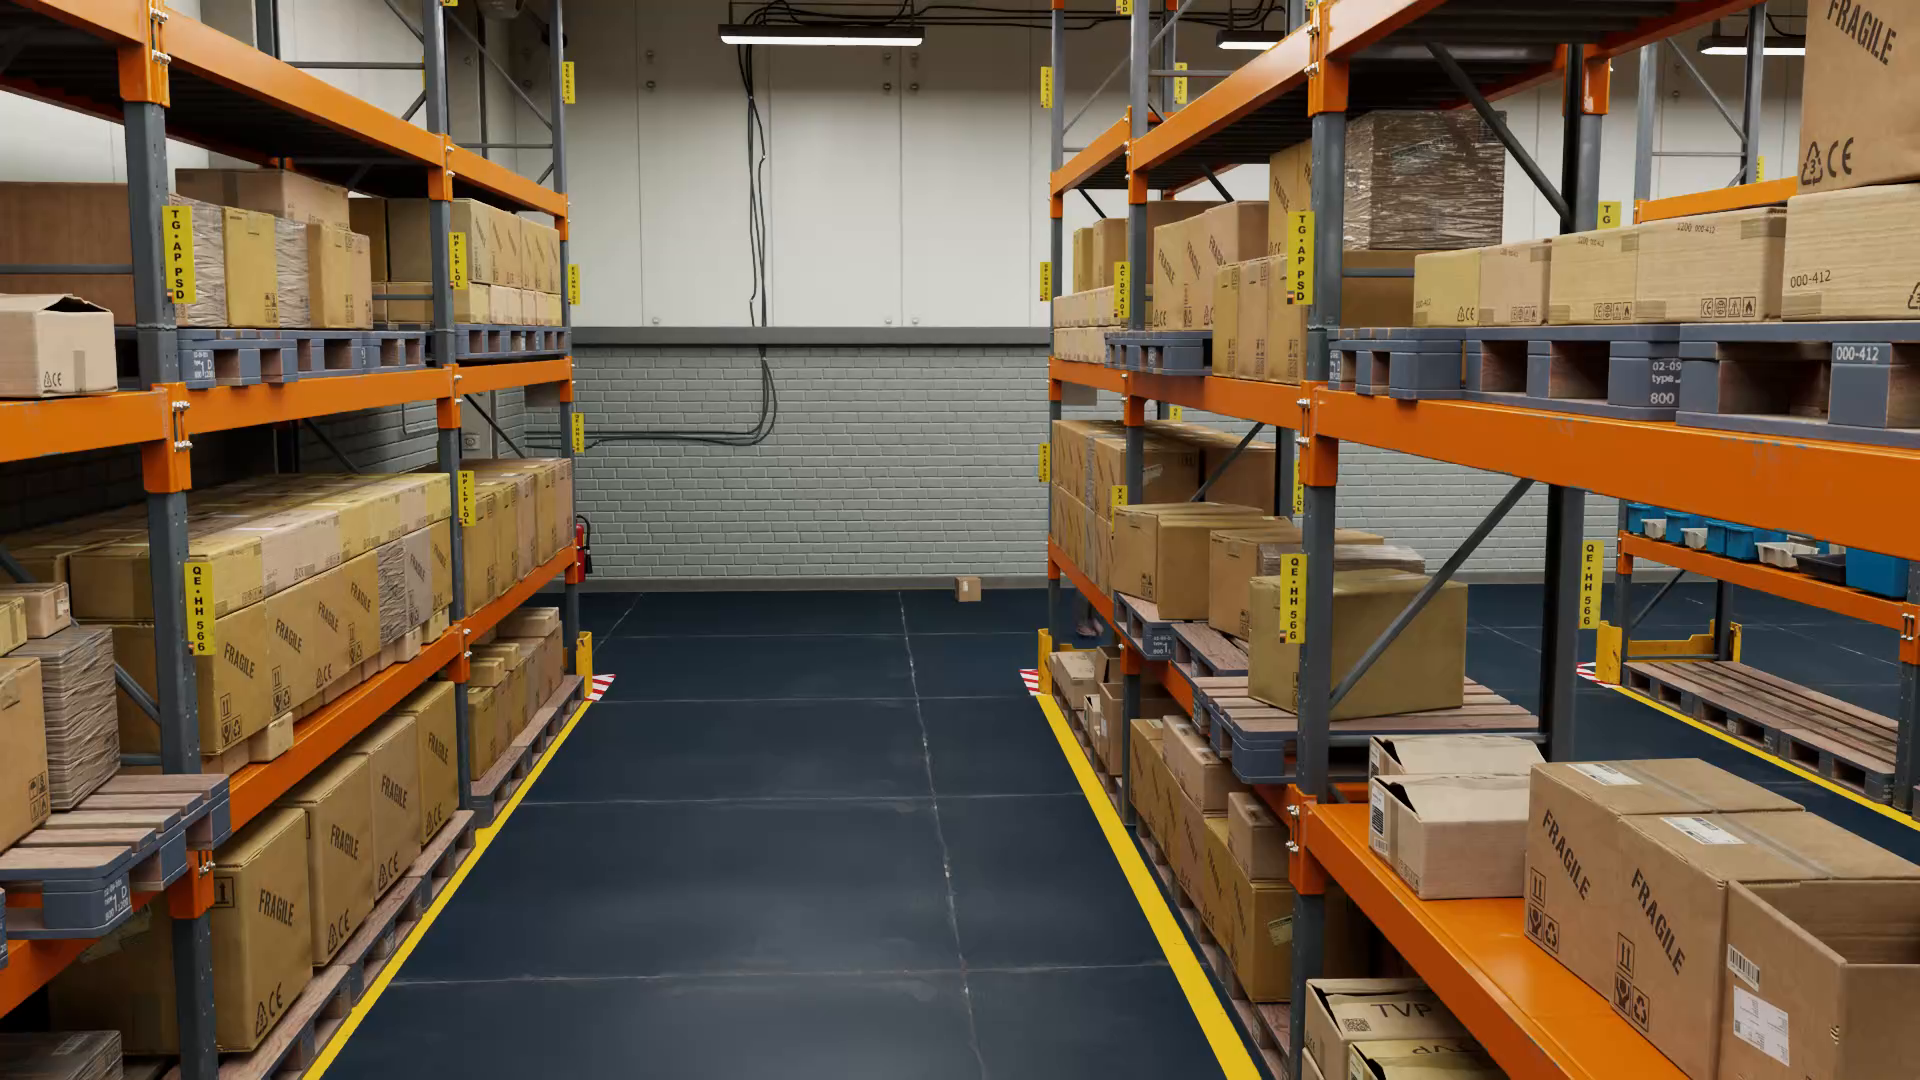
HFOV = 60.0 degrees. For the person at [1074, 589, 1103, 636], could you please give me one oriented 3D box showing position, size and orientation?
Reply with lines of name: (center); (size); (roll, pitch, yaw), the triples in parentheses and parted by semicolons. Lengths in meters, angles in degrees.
person: (1.325, 0.139, 16.483); (0.481, 1.673, 0.417); (-4, 8, -32)
